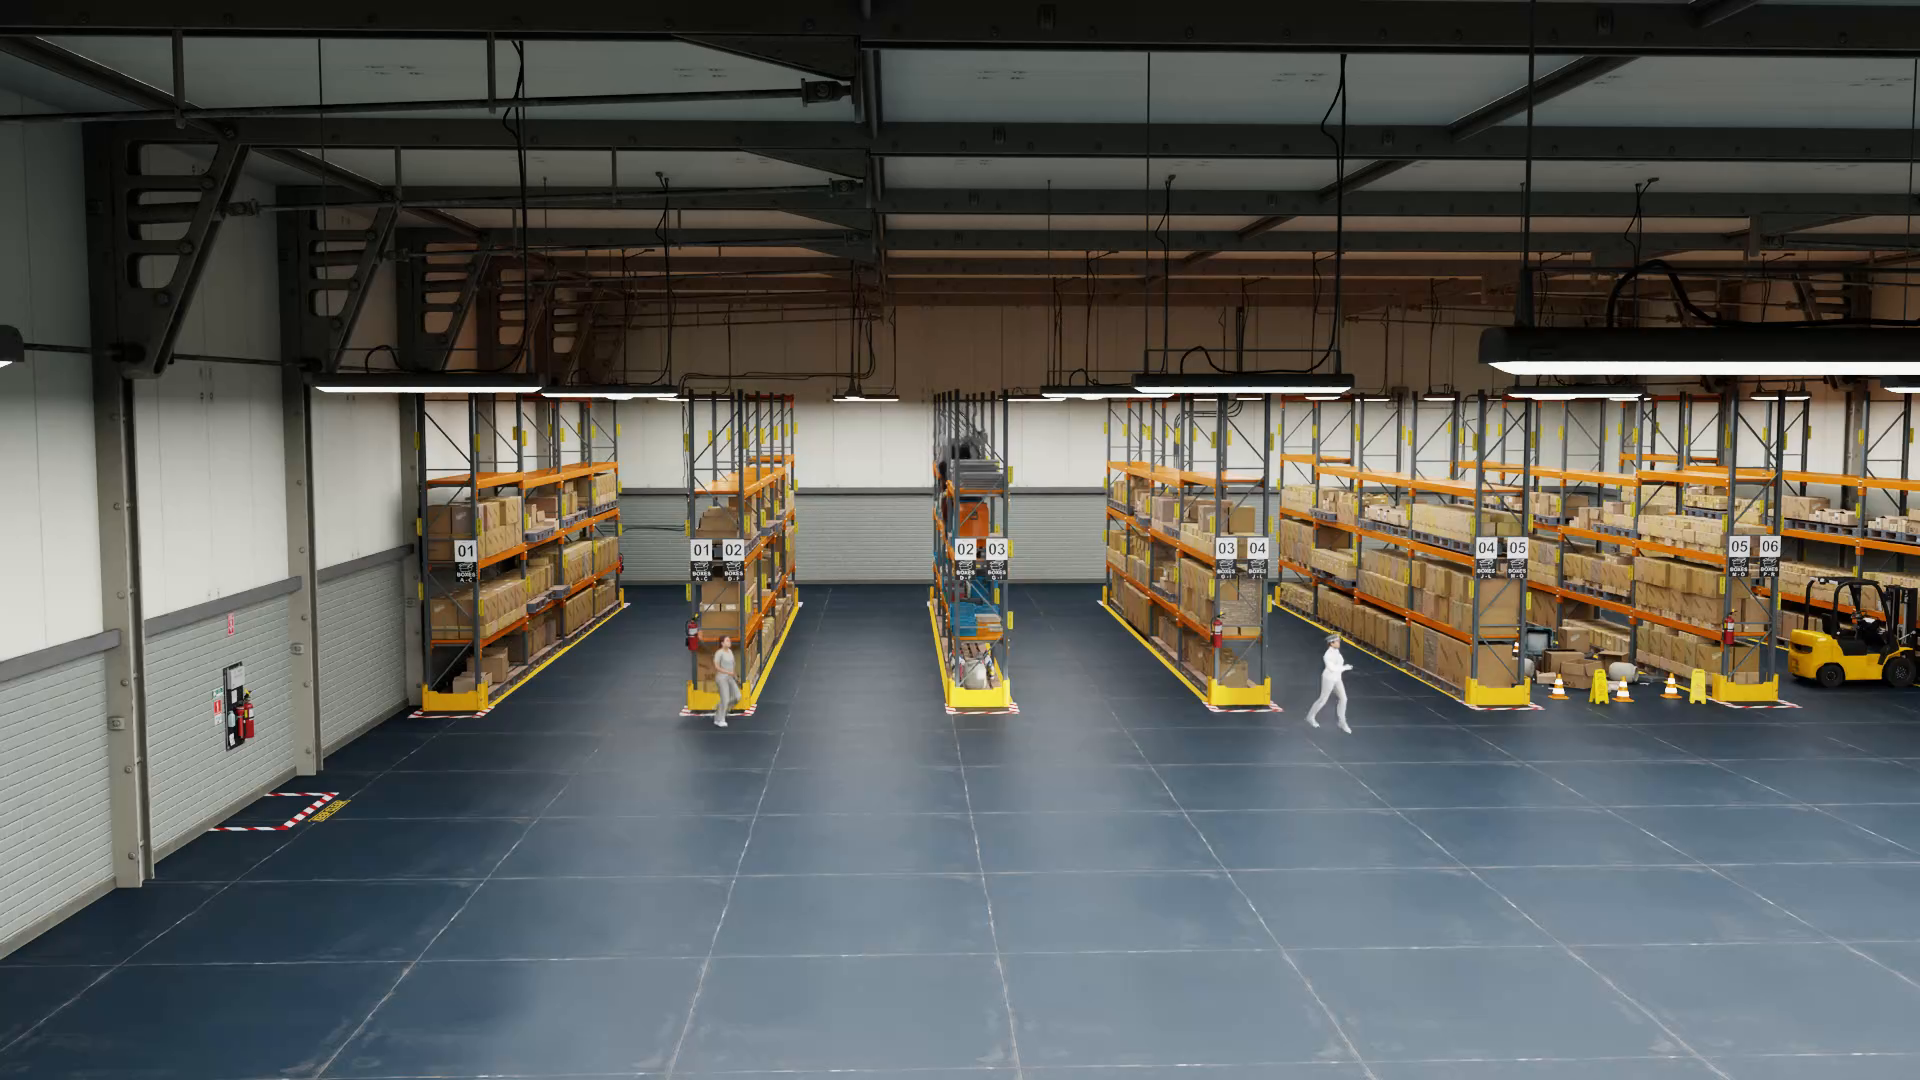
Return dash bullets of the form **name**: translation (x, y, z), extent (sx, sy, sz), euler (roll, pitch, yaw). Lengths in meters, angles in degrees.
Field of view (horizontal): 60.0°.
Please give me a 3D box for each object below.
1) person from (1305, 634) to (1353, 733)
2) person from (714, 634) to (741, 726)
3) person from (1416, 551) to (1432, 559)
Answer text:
- **person**: translation (6.489, 2.495, 29.165), extent (0.847, 1.734, 0.580), euler (3, 6, 37)
- **person**: translation (-4.128, 2.495, 29.606), extent (0.554, 1.643, 0.596), euler (3, 5, 31)
- **person**: translation (13.687, 0.819, 49.358), extent (0.795, 1.803, 0.726), euler (1, 5, 10)
